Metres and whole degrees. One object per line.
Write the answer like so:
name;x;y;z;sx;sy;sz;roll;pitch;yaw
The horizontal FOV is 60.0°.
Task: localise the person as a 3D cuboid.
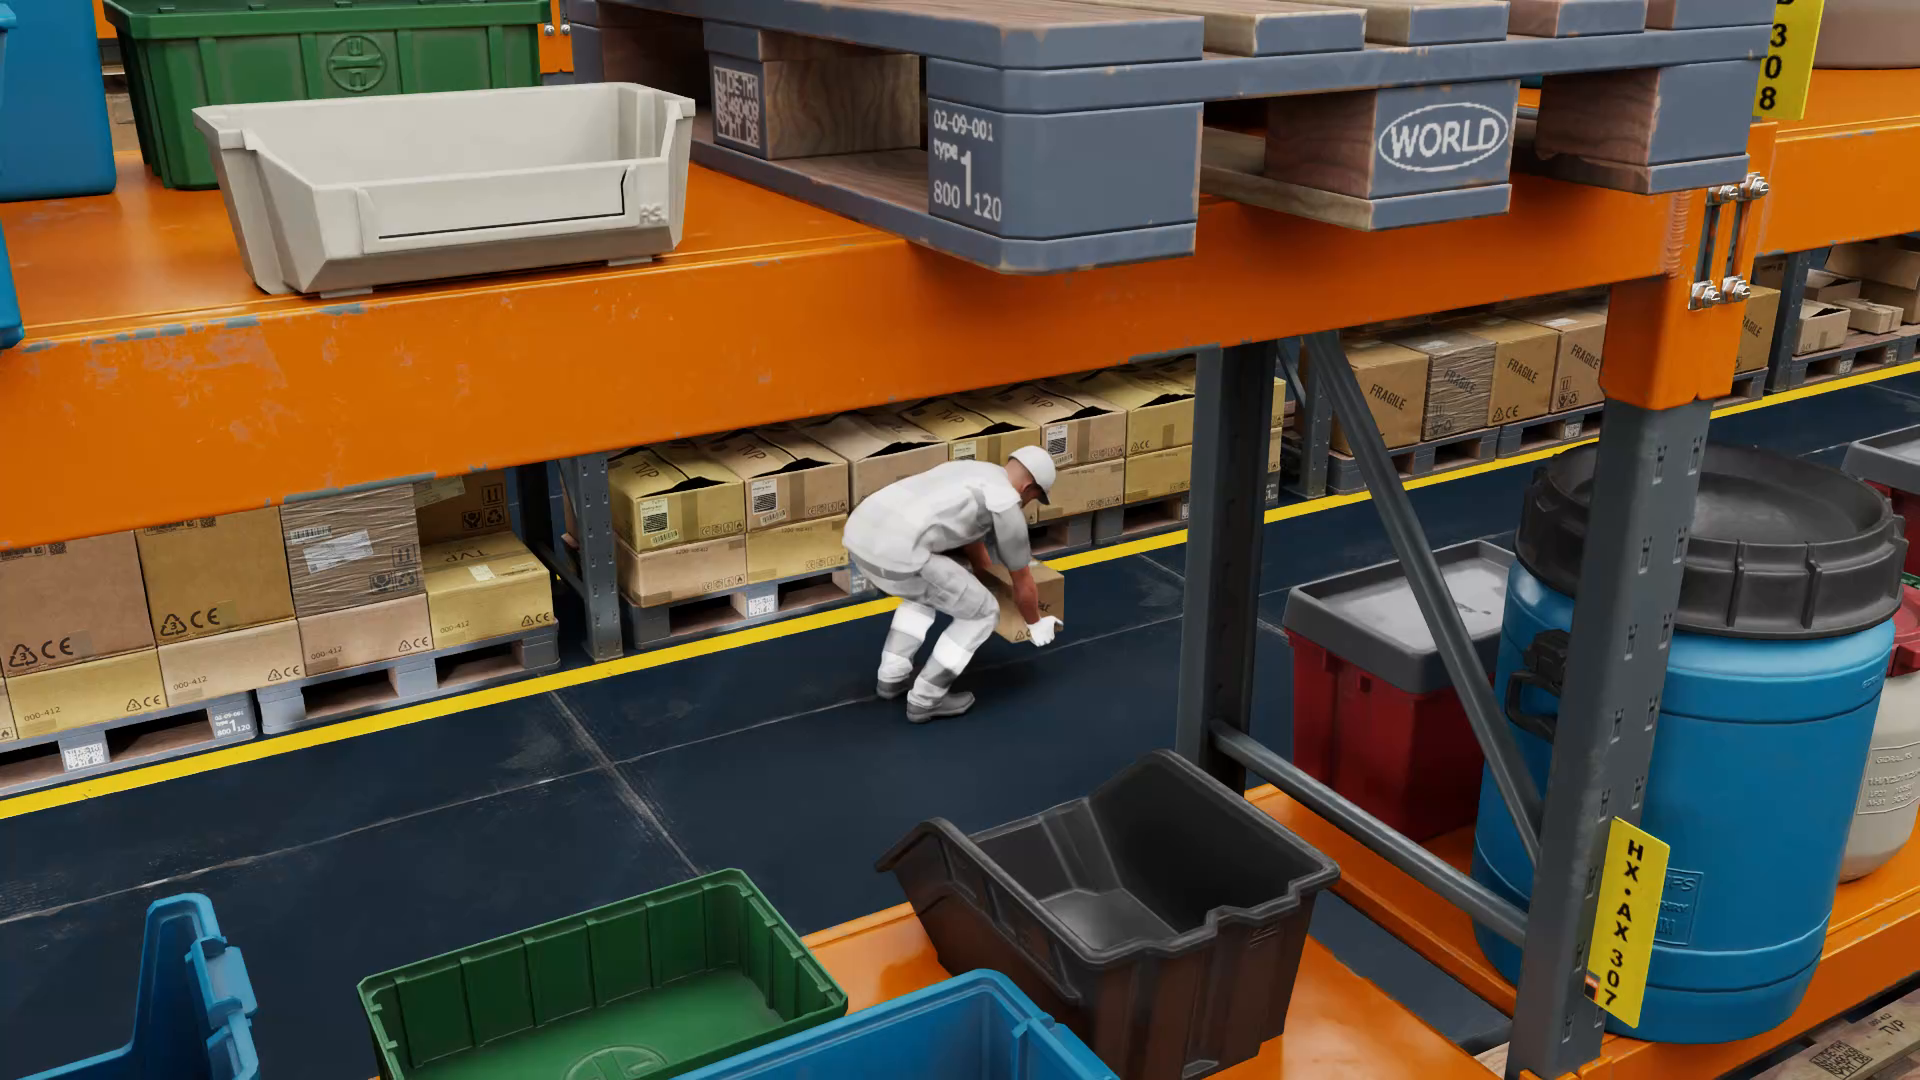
person;0.001;0.123;6.717;0.958;1.070;0.531;-14;25;-31
